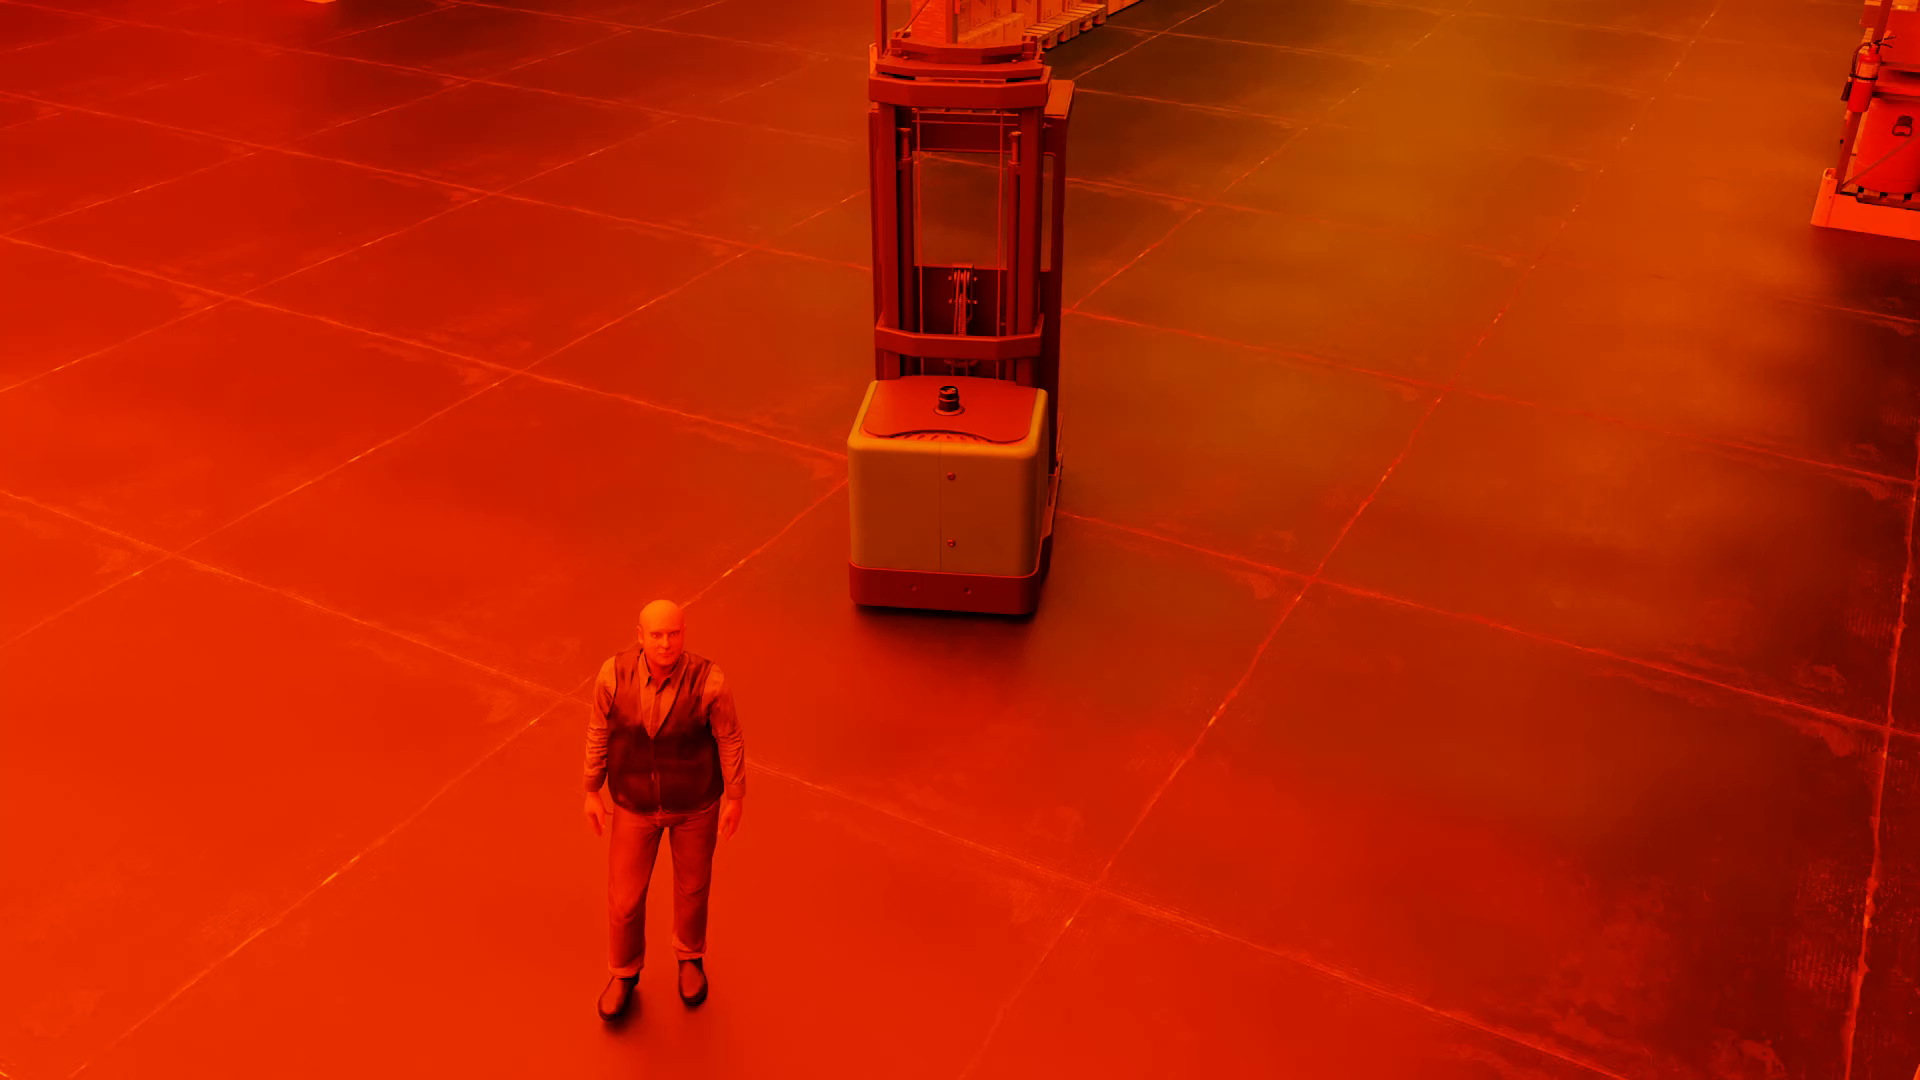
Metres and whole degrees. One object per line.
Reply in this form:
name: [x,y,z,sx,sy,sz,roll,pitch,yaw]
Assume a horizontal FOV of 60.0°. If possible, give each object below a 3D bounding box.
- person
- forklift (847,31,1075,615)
person: [-1.145,1.055,6.441,0.633,1.718,0.578,-1,30,-2]
forklift: [0.072,-1.572,9.794,1.130,2.935,3.031,3,30,6]
